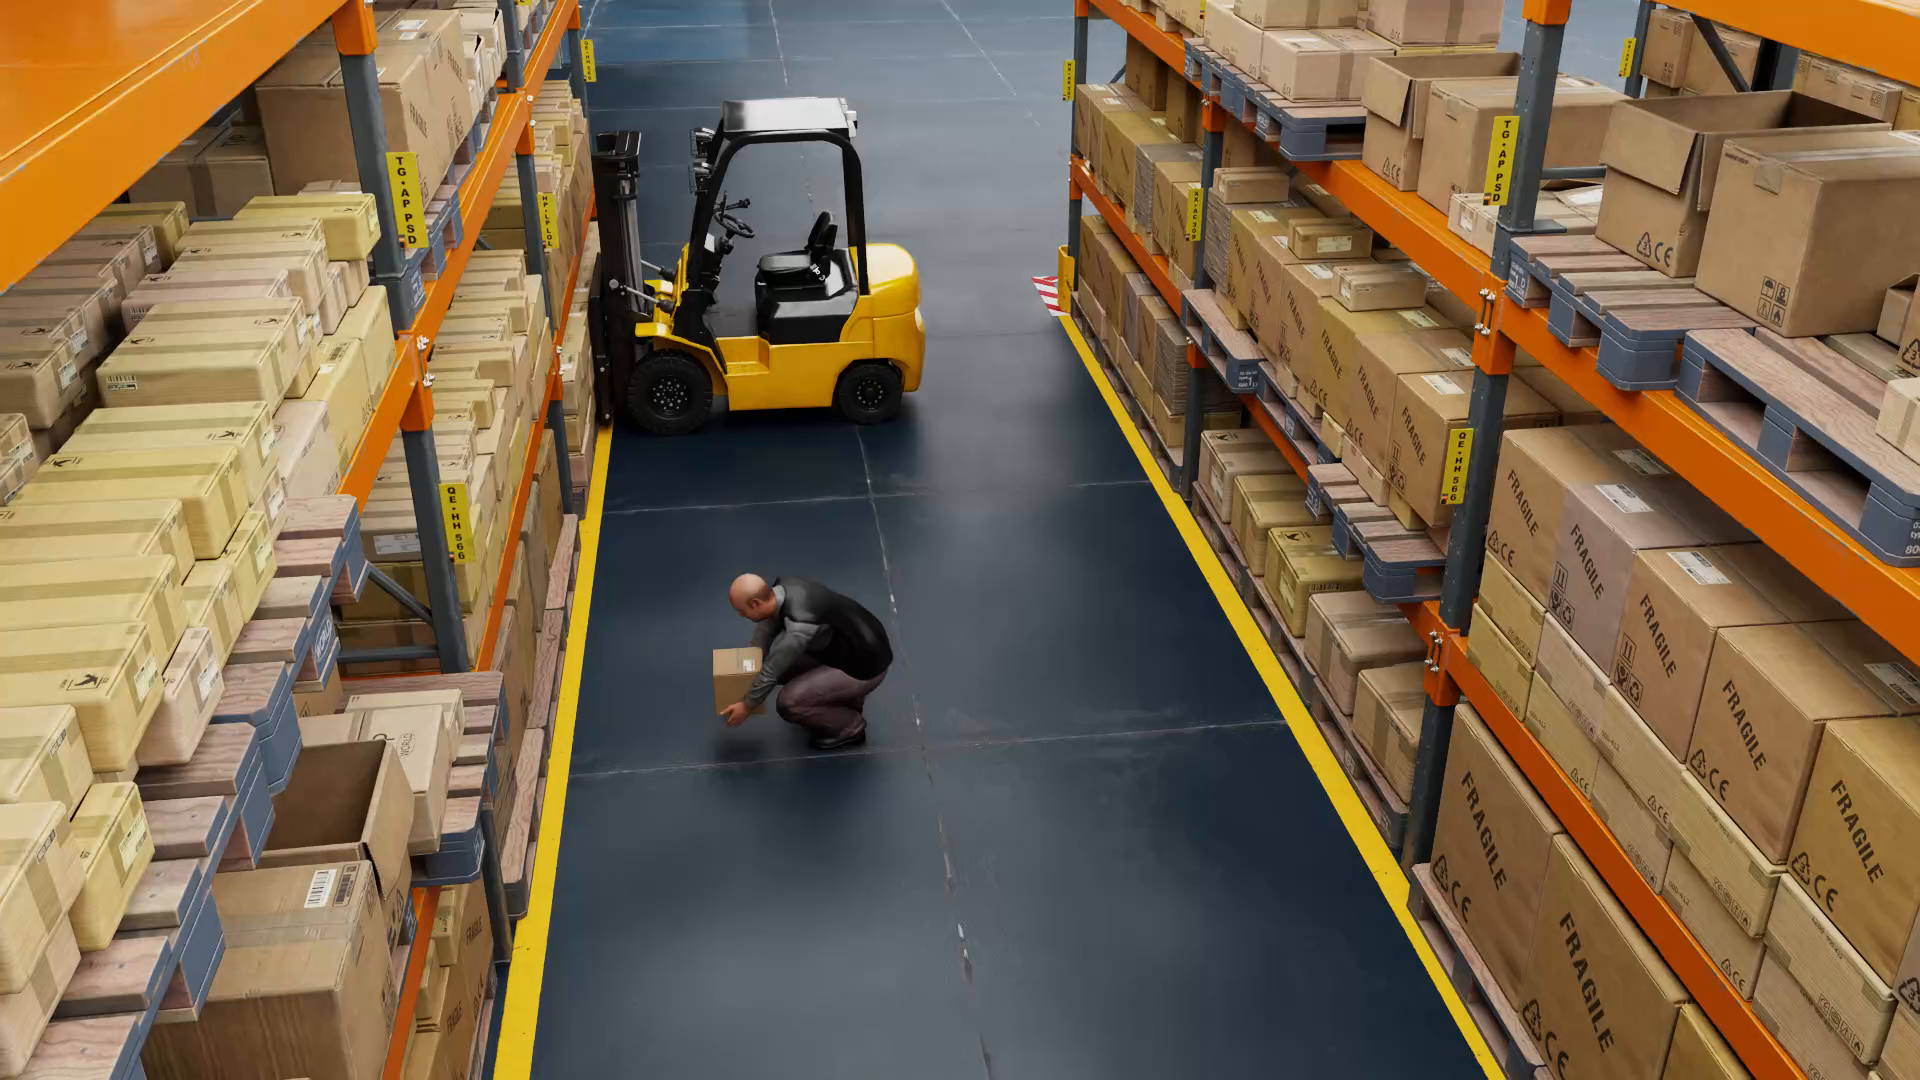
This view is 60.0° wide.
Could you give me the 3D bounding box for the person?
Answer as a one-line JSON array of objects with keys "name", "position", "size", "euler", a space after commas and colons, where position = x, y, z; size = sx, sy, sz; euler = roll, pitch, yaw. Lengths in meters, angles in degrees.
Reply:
[{"name": "person", "position": [-0.782, 0.606, 8.402], "size": [0.879, 0.877, 0.522], "euler": [-4, 27, -8]}]
